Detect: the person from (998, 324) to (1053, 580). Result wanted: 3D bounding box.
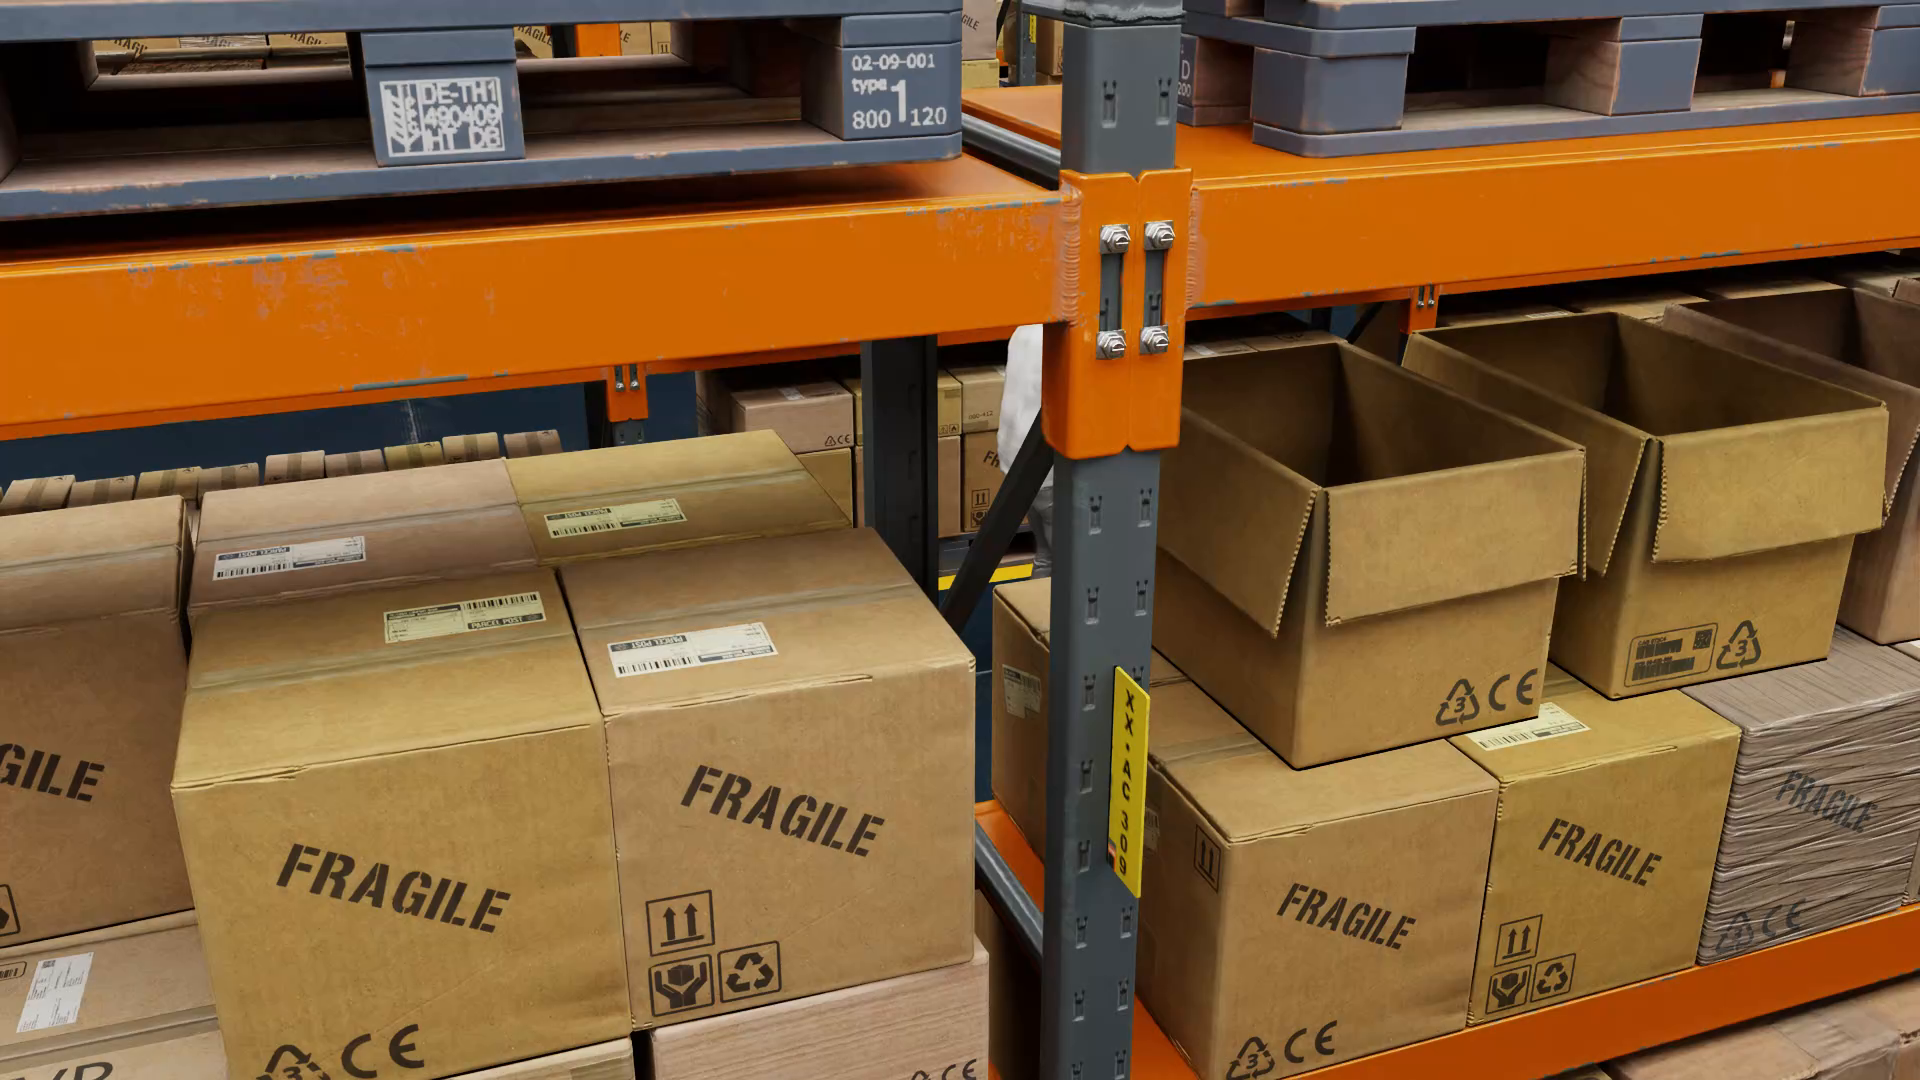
[{"bbox_3d":[0.401,-0.293,6.769,0.462,1.772,0.580,-8,24,-19],"label":"person"}]
